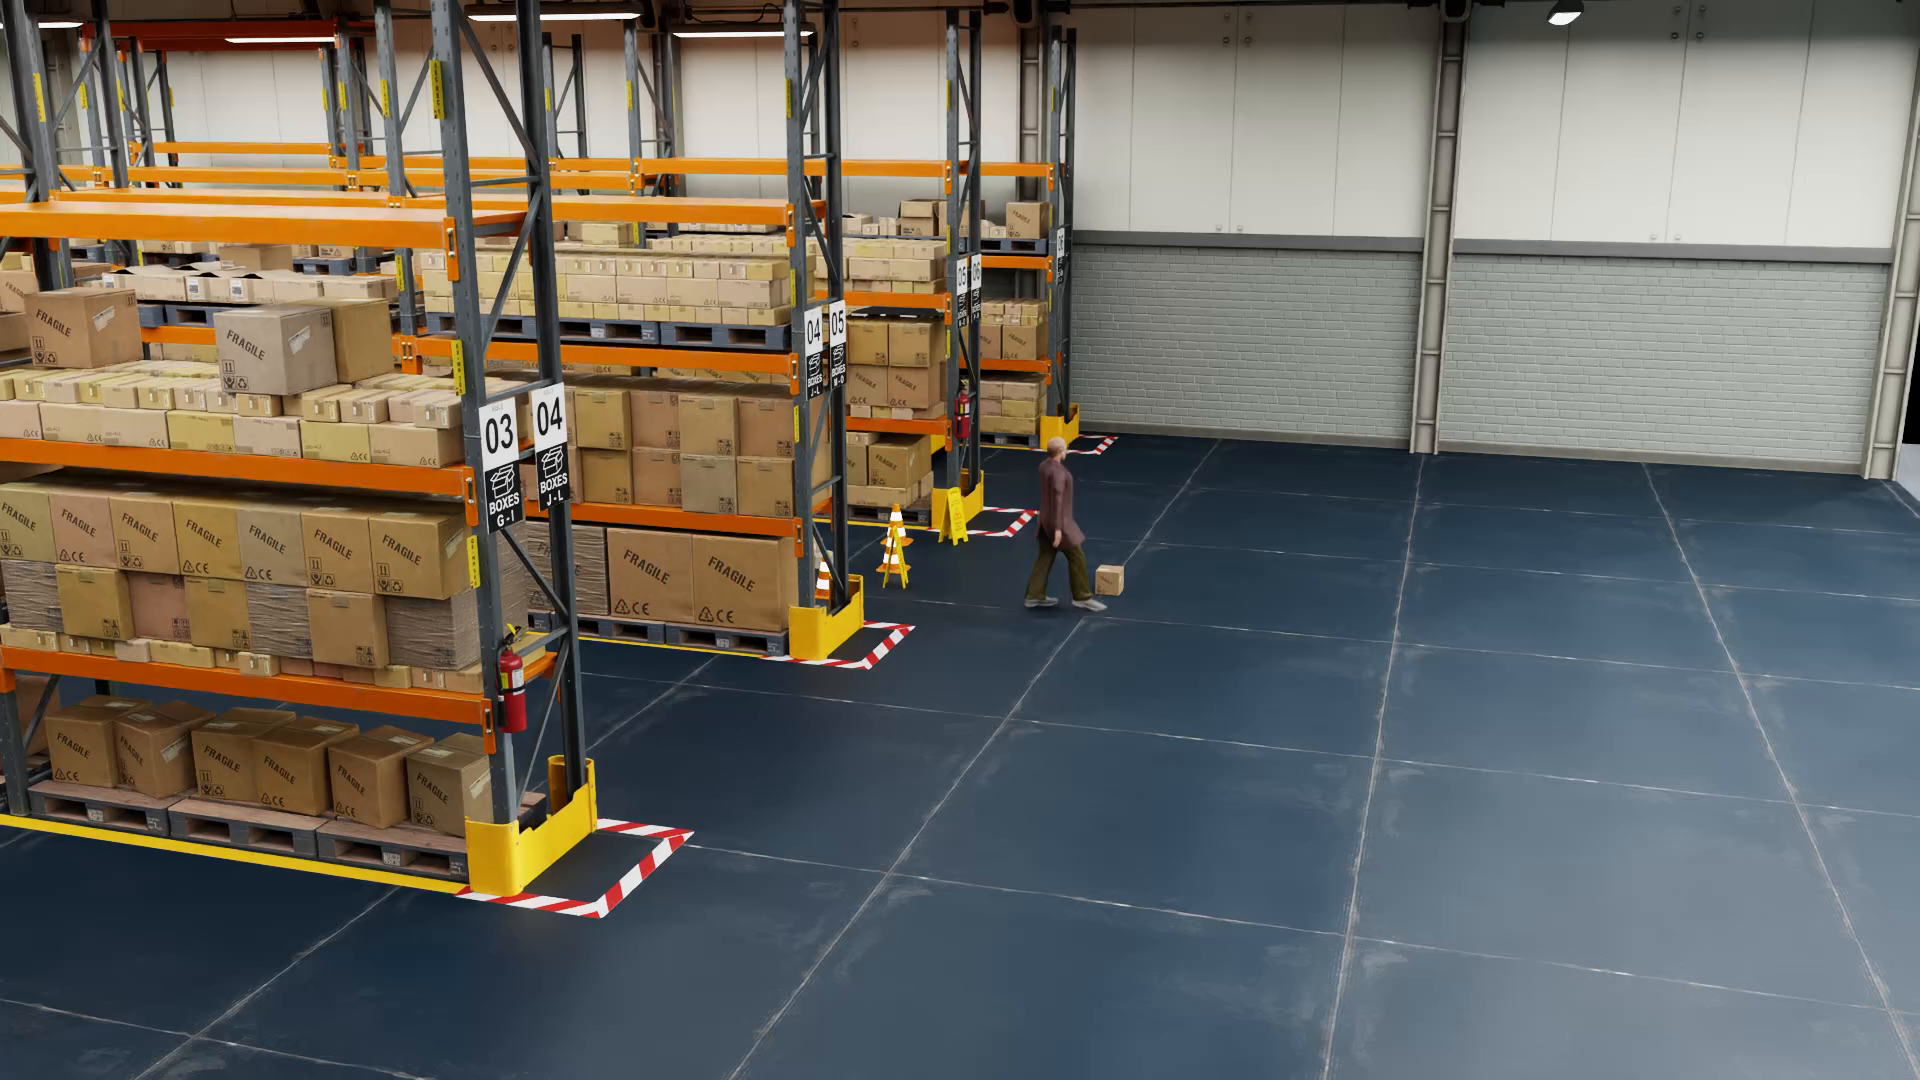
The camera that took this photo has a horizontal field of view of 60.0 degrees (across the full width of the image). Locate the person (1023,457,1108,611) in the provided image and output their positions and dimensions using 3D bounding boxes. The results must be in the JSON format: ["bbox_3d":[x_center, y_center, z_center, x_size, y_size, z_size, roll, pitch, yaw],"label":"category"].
[{"bbox_3d":[1.047,-0.068,16.698,0.812,1.588,0.653,-5,16,-19],"label":"person"}]
